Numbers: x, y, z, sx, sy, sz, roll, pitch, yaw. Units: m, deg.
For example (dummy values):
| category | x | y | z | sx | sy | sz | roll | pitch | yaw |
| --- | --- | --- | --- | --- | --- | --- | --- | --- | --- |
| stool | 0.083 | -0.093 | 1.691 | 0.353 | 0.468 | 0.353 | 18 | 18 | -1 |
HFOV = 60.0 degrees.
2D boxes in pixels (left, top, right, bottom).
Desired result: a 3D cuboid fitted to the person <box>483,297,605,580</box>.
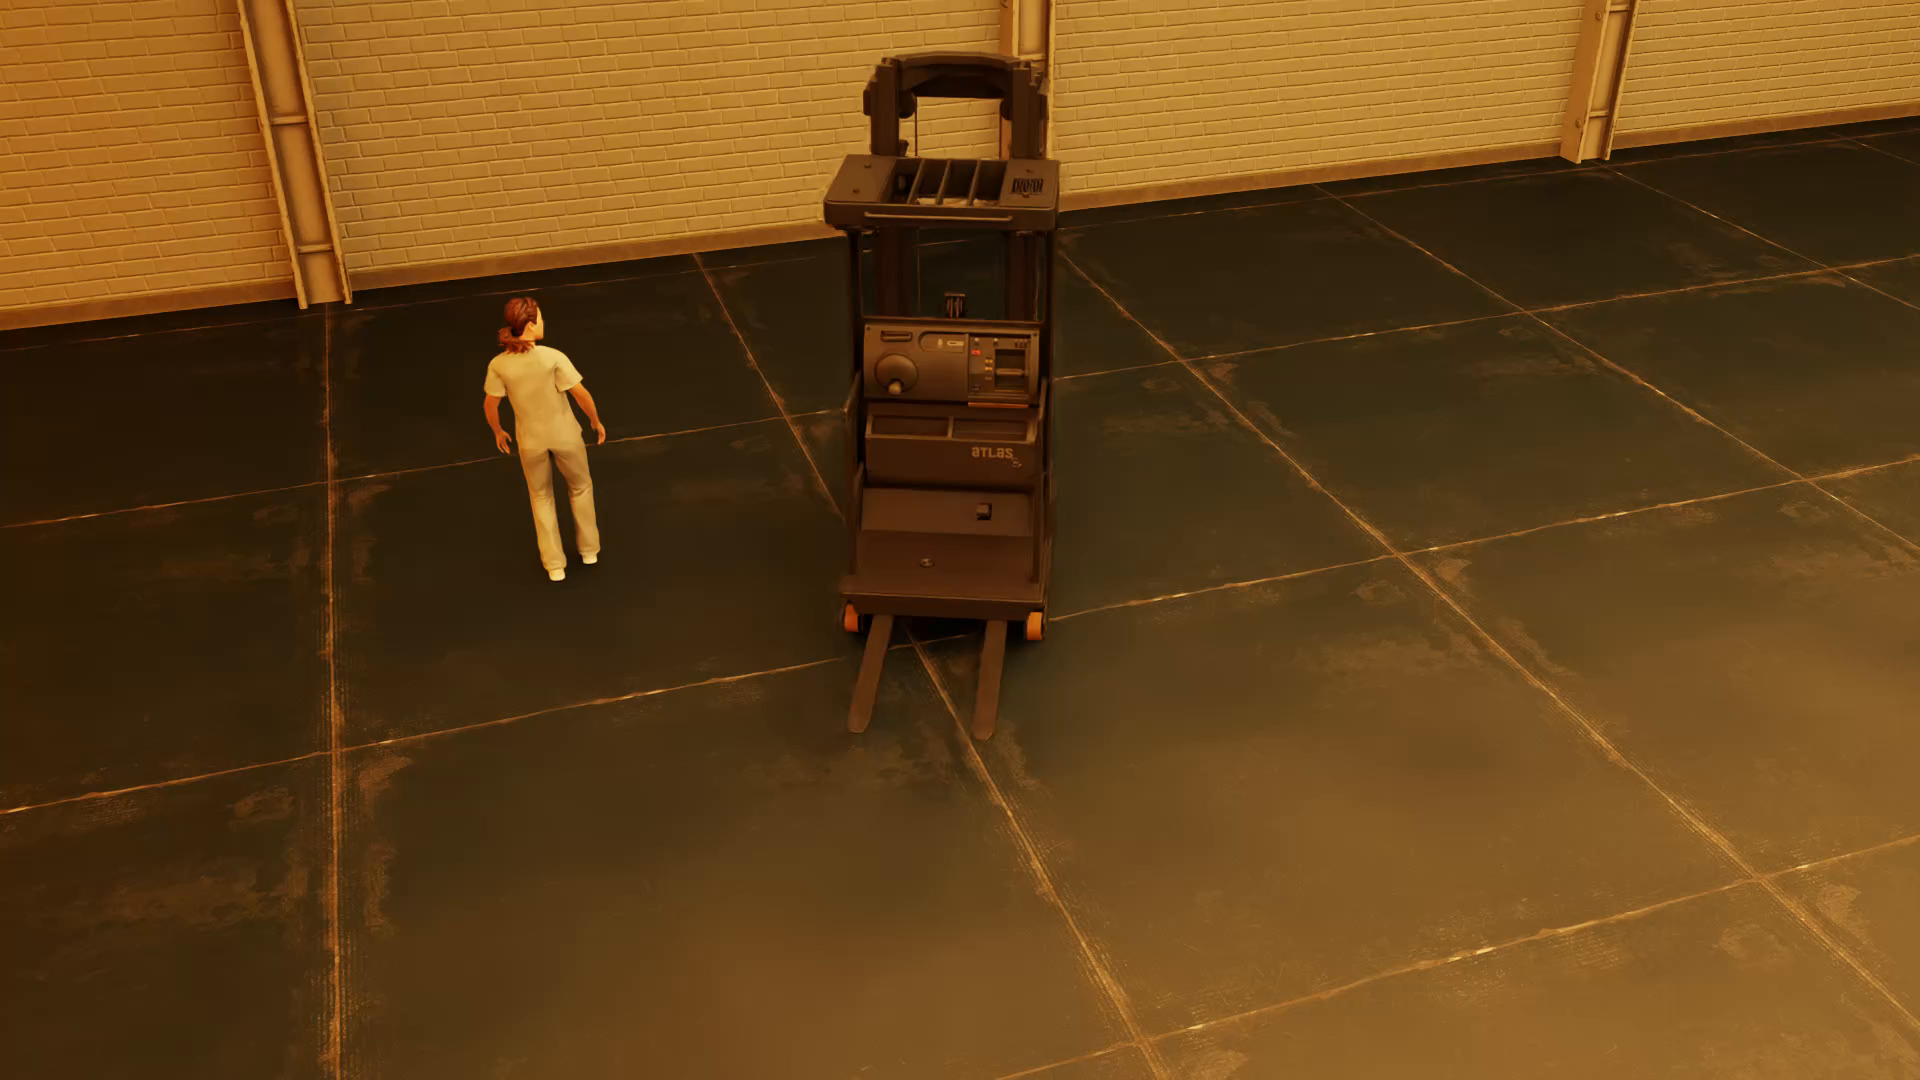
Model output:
| category | x | y | z | sx | sy | sz | roll | pitch | yaw |
| --- | --- | --- | --- | --- | --- | --- | --- | --- | --- |
| person | -2.324 | -0.590 | 9.392 | 0.633 | 1.657 | 0.471 | -4 | 30 | -7 |

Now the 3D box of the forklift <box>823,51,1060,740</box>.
| category | x | y | z | sx | sy | sz | roll | pitch | yaw |
| --- | --- | --- | --- | --- | --- | --- | --- | --- | --- |
| forklift | -0.064 | -0.893 | 8.638 | 1.130 | 2.935 | 3.031 | 3 | 30 | 4 |
